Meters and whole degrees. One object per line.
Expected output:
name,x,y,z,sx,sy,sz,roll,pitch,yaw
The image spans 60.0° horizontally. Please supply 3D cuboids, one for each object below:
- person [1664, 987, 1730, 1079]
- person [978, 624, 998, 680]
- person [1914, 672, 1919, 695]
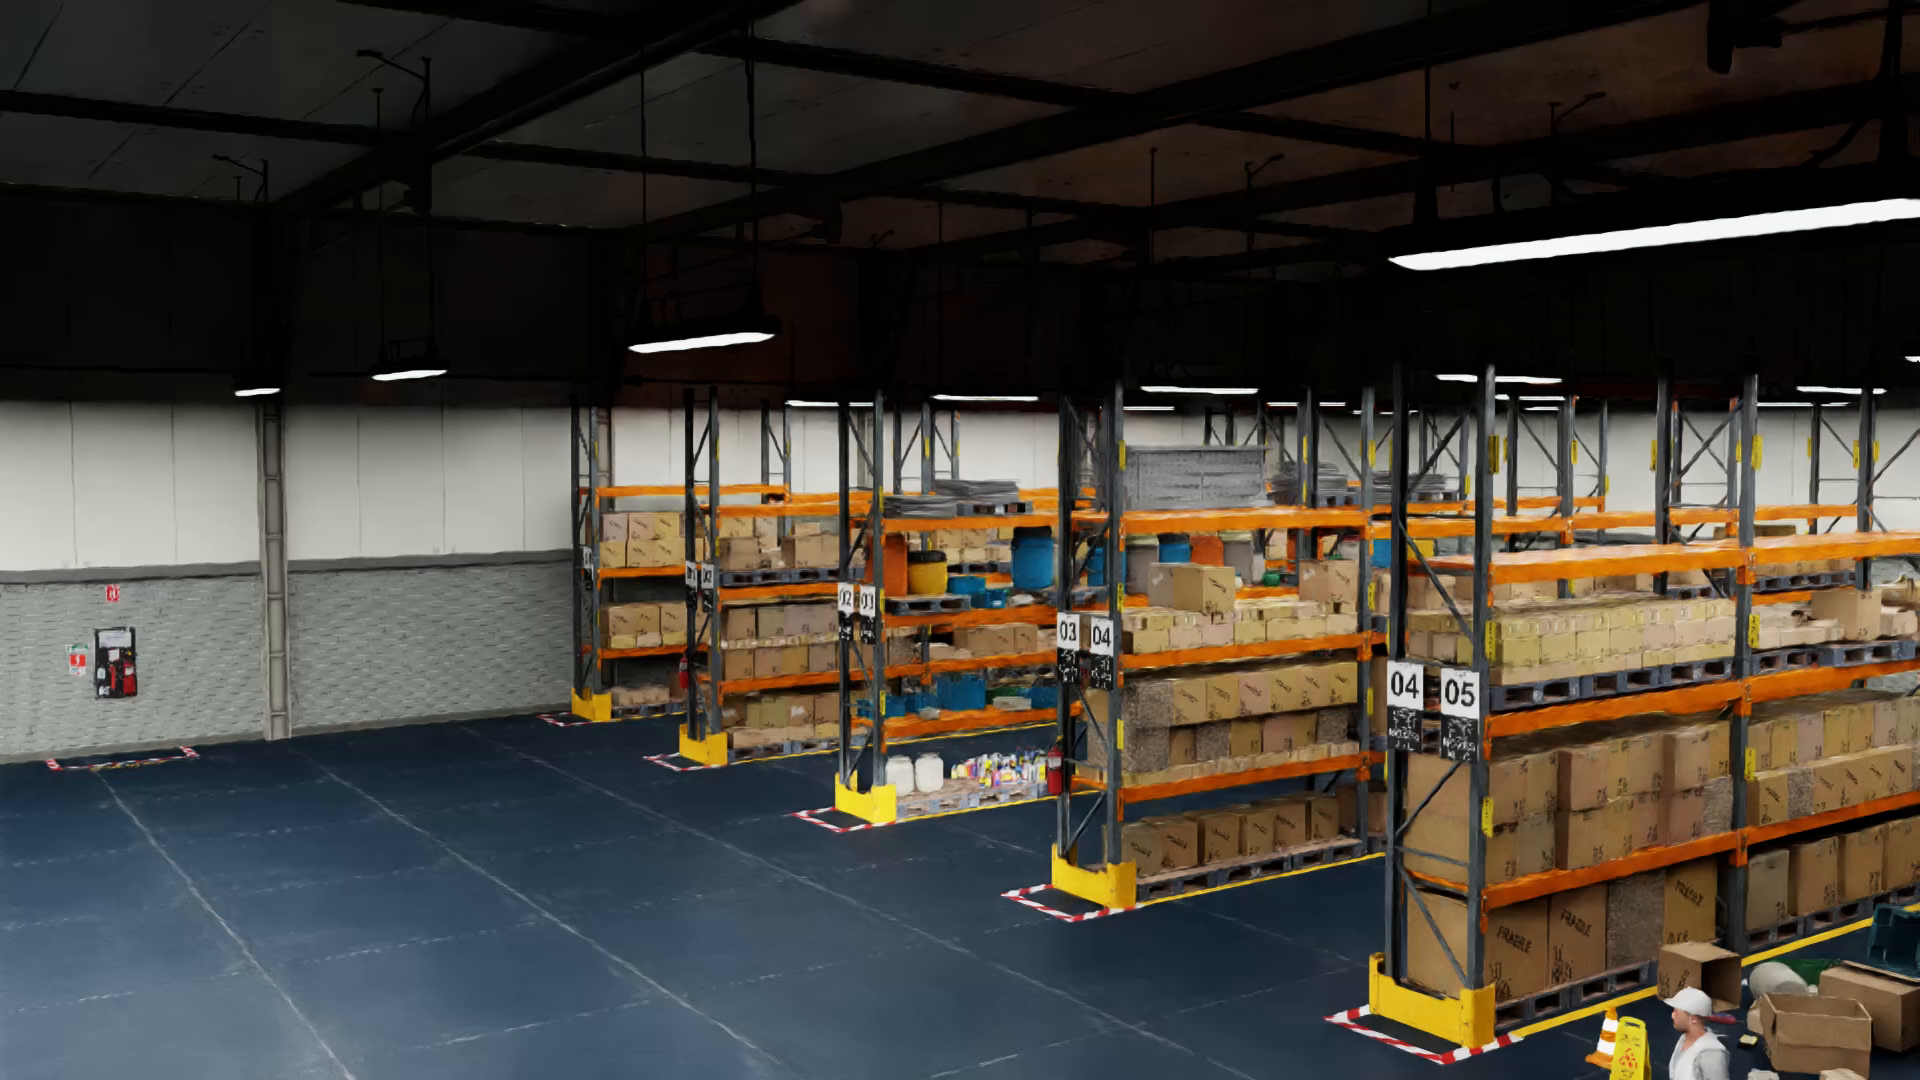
person,4.641,3.663,10.279,0.573,1.775,0.575,0,3,1
person,0.552,2.417,32.250,0.512,1.632,0.639,-3,4,-36
person,14.856,2.815,25.570,1.019,1.612,0.456,-2,4,-35
